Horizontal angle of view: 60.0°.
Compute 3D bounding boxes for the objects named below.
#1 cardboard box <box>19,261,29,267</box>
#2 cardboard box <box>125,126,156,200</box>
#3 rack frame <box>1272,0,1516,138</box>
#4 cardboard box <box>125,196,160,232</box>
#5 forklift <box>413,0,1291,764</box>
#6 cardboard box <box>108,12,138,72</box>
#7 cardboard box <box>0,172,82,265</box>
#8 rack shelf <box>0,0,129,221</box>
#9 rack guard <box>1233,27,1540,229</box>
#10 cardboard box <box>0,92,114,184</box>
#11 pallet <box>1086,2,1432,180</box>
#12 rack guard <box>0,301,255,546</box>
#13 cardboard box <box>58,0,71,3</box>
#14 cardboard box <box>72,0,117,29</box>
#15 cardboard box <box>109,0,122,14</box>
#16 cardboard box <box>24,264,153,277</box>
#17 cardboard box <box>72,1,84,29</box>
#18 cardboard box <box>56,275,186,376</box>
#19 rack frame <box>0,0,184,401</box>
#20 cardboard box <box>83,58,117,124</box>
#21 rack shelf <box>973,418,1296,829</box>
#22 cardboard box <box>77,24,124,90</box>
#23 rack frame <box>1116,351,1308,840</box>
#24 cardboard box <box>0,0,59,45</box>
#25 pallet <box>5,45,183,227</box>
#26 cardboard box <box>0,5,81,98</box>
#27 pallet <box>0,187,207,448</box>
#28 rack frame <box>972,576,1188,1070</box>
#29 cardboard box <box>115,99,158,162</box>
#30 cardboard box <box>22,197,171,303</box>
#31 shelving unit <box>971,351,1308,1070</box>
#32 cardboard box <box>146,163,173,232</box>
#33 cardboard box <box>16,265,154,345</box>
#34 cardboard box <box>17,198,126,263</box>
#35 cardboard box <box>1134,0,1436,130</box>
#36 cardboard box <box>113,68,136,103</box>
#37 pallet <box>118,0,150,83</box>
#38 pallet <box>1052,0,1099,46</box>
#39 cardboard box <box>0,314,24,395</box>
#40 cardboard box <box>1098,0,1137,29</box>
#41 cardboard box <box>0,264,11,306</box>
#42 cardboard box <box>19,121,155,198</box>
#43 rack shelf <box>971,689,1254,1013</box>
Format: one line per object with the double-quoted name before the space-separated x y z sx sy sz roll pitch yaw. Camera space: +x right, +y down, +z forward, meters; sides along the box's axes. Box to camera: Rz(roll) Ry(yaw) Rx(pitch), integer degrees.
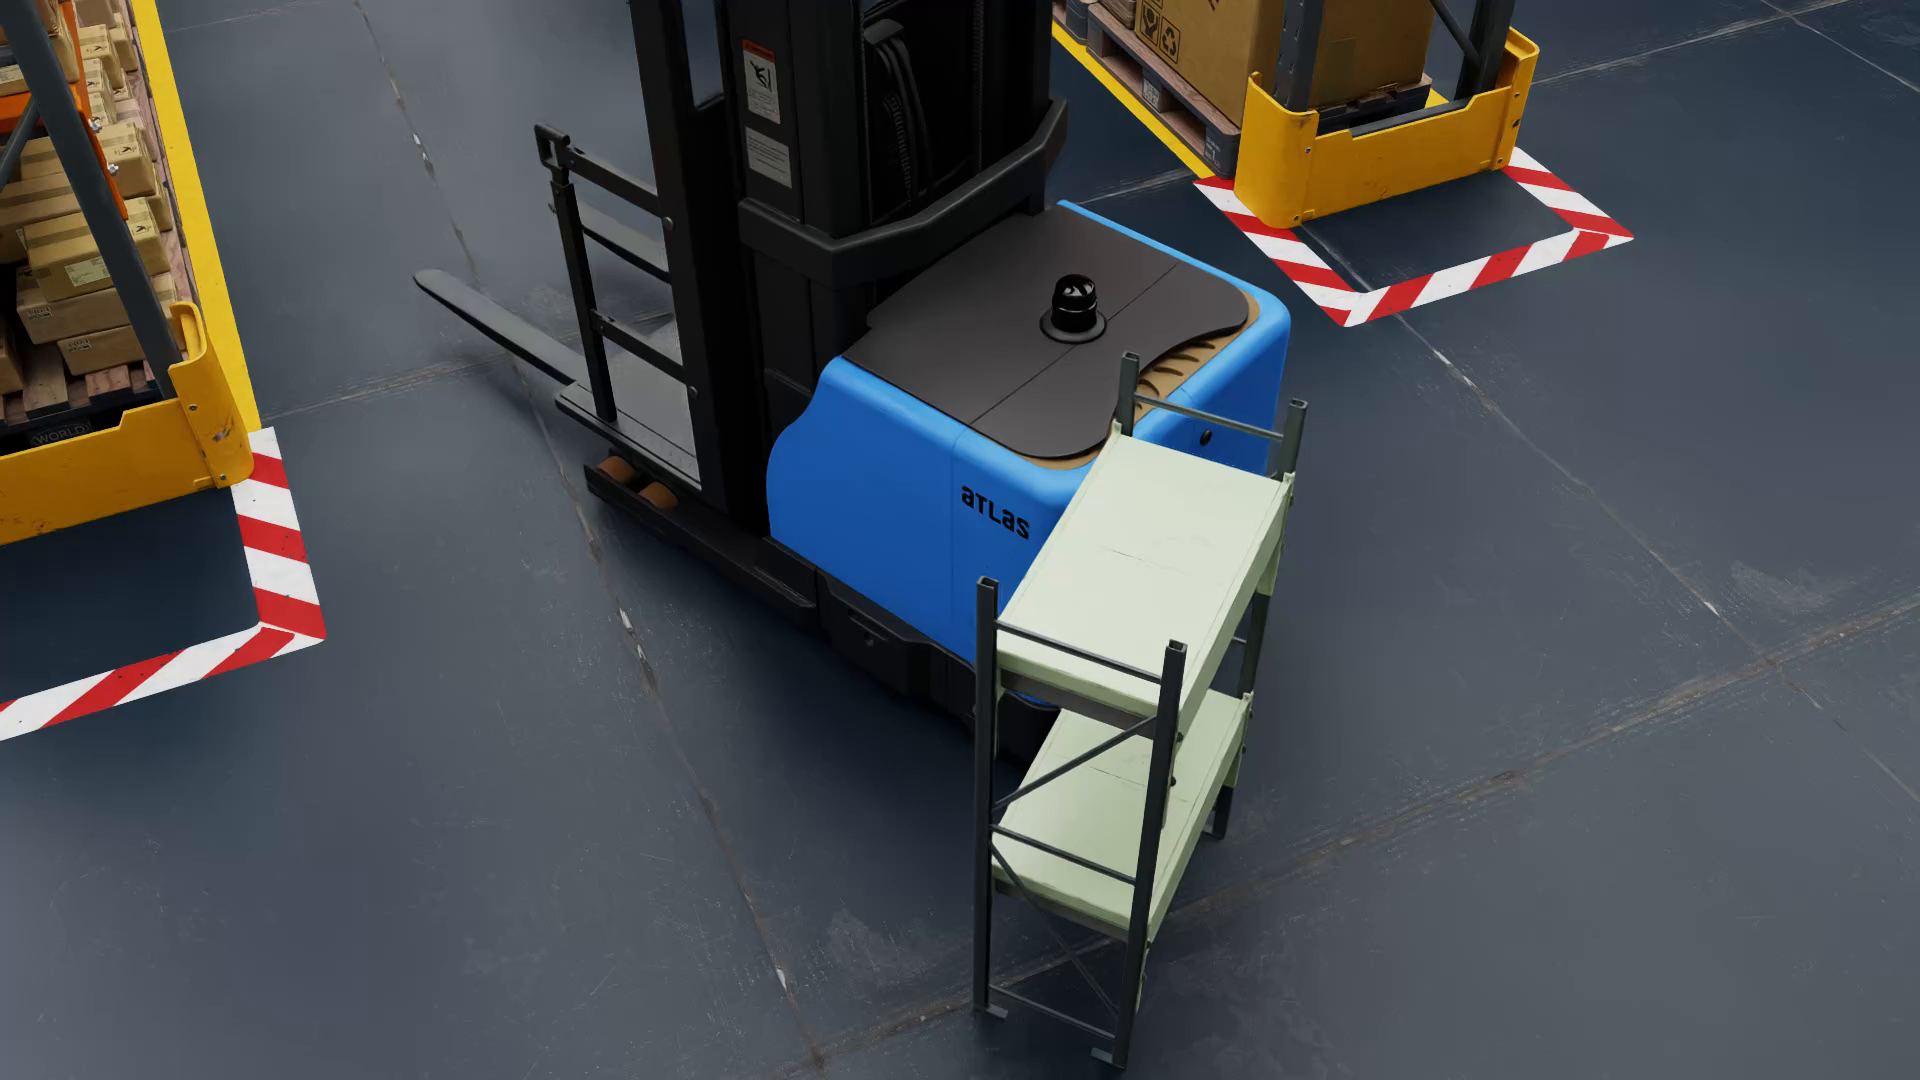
"cardboard box" -3.101 -1.021 5.880 0.380 0.149 0.250 -18 47 -17
"cardboard box" -3.121 -1.326 5.977 0.380 0.149 0.250 -17 47 -16
"rack frame" 1.666 -2.560 5.709 1.000 3.000 0.127 -18 47 -17
"cardboard box" -2.928 -1.001 5.648 0.380 0.149 0.250 -18 47 -18
"forklift" -0.564 -1.312 4.492 3.031 2.935 1.130 31 52 27
"cardboard box" -3.649 -2.034 6.907 0.380 0.149 0.250 -18 47 -17
"cardboard box" -3.014 -1.080 5.516 0.380 0.149 0.250 -17 47 -17
"rack shelf" -3.718 -2.178 5.834 1.077 0.370 4.000 -18 47 -17
"rack guard" 1.676 -1.655 6.571 1.175 0.500 0.348 -18 47 -17
"cardboard box" -3.183 -1.412 5.853 0.380 0.149 0.250 -20 48 -19
"pallet" 1.259 -2.054 7.181 1.003 0.211 1.213 -18 47 -17
"rack guard" -2.909 -0.318 5.216 1.175 0.500 0.348 -18 47 -17
"cardboard box" -2.925 -1.710 5.027 0.380 0.149 0.250 -19 48 -19
"cardboard box" -3.558 -2.095 6.545 0.380 0.149 0.250 -20 48 -19
"cardboard box" -3.881 -2.354 7.231 0.380 0.149 0.250 -20 48 -19
"cardboard box" -2.991 -0.865 5.722 0.380 0.149 0.250 -18 47 -18
"cardboard box" -3.553 -1.905 6.352 0.380 0.149 0.250 -18 47 -17
"cardboard box" -2.806 -0.722 5.577 0.380 0.149 0.250 -17 47 -17
"rack frame" -2.877 -1.159 4.289 1.000 3.000 0.127 -18 47 -17
"cardboard box" -3.291 -1.592 6.035 0.380 0.149 0.250 -16 47 -16
"rack shelf" 0.371 0.155 3.470 0.431 0.370 0.720 18 47 18
"cardboard box" -3.360 -1.773 6.218 0.380 0.149 0.250 -17 47 -17
"rack frame" 0.527 0.200 3.980 0.400 1.500 0.023 18 47 18
"cardboard box" -2.815 -1.668 4.522 0.500 0.500 0.500 -16 47 -16
"pallet" -3.727 -1.520 6.640 1.003 0.211 1.213 -18 47 -17
"cardboard box" -2.715 -1.373 4.685 0.380 0.149 0.250 -18 48 -18
"pallet" -3.218 -0.743 5.853 1.003 0.211 1.213 -18 47 -17
"rack frame" 0.216 0.665 3.508 0.400 1.500 0.023 18 47 18
"cardboard box" -3.329 -1.535 6.401 0.380 0.149 0.250 -20 48 -19
"cardboard box" -2.789 -0.940 5.374 0.380 0.149 0.250 -20 48 -19
"shelving unit" 0.371 0.432 3.744 0.431 1.500 0.755 18 47 18
"cardboard box" -3.110 -1.217 6.078 0.380 0.149 0.250 -17 47 -17
"cardboard box" -2.864 -0.810 5.454 0.380 0.149 0.250 -16 47 -16
"cardboard box" -3.111 -1.131 5.779 0.380 0.149 0.250 -17 47 -17
"cardboard box" 1.324 -2.337 6.697 0.875 0.875 0.875 -18 47 -17
"cardboard box" -3.469 -1.704 6.572 0.380 0.149 0.250 -18 47 -17
"pallet" -4.244 -2.298 7.429 1.003 0.211 1.213 -18 47 -17
"pallet" 0.750 -2.830 7.968 1.003 0.211 1.213 -18 47 -17
"cardboard box" -3.287 -0.568 5.421 0.380 0.149 0.250 -17 47 -17
"cardboard box" 0.942 -2.917 7.284 0.875 0.875 0.875 -18 47 -17
"cardboard box" -3.520 -0.896 5.753 0.380 0.149 0.250 -18 47 -18
"cardboard box" -3.003 -1.279 5.717 0.380 0.149 0.250 -18 47 -18
"rack shelf" 0.371 0.664 3.973 0.431 0.370 0.720 18 47 18
